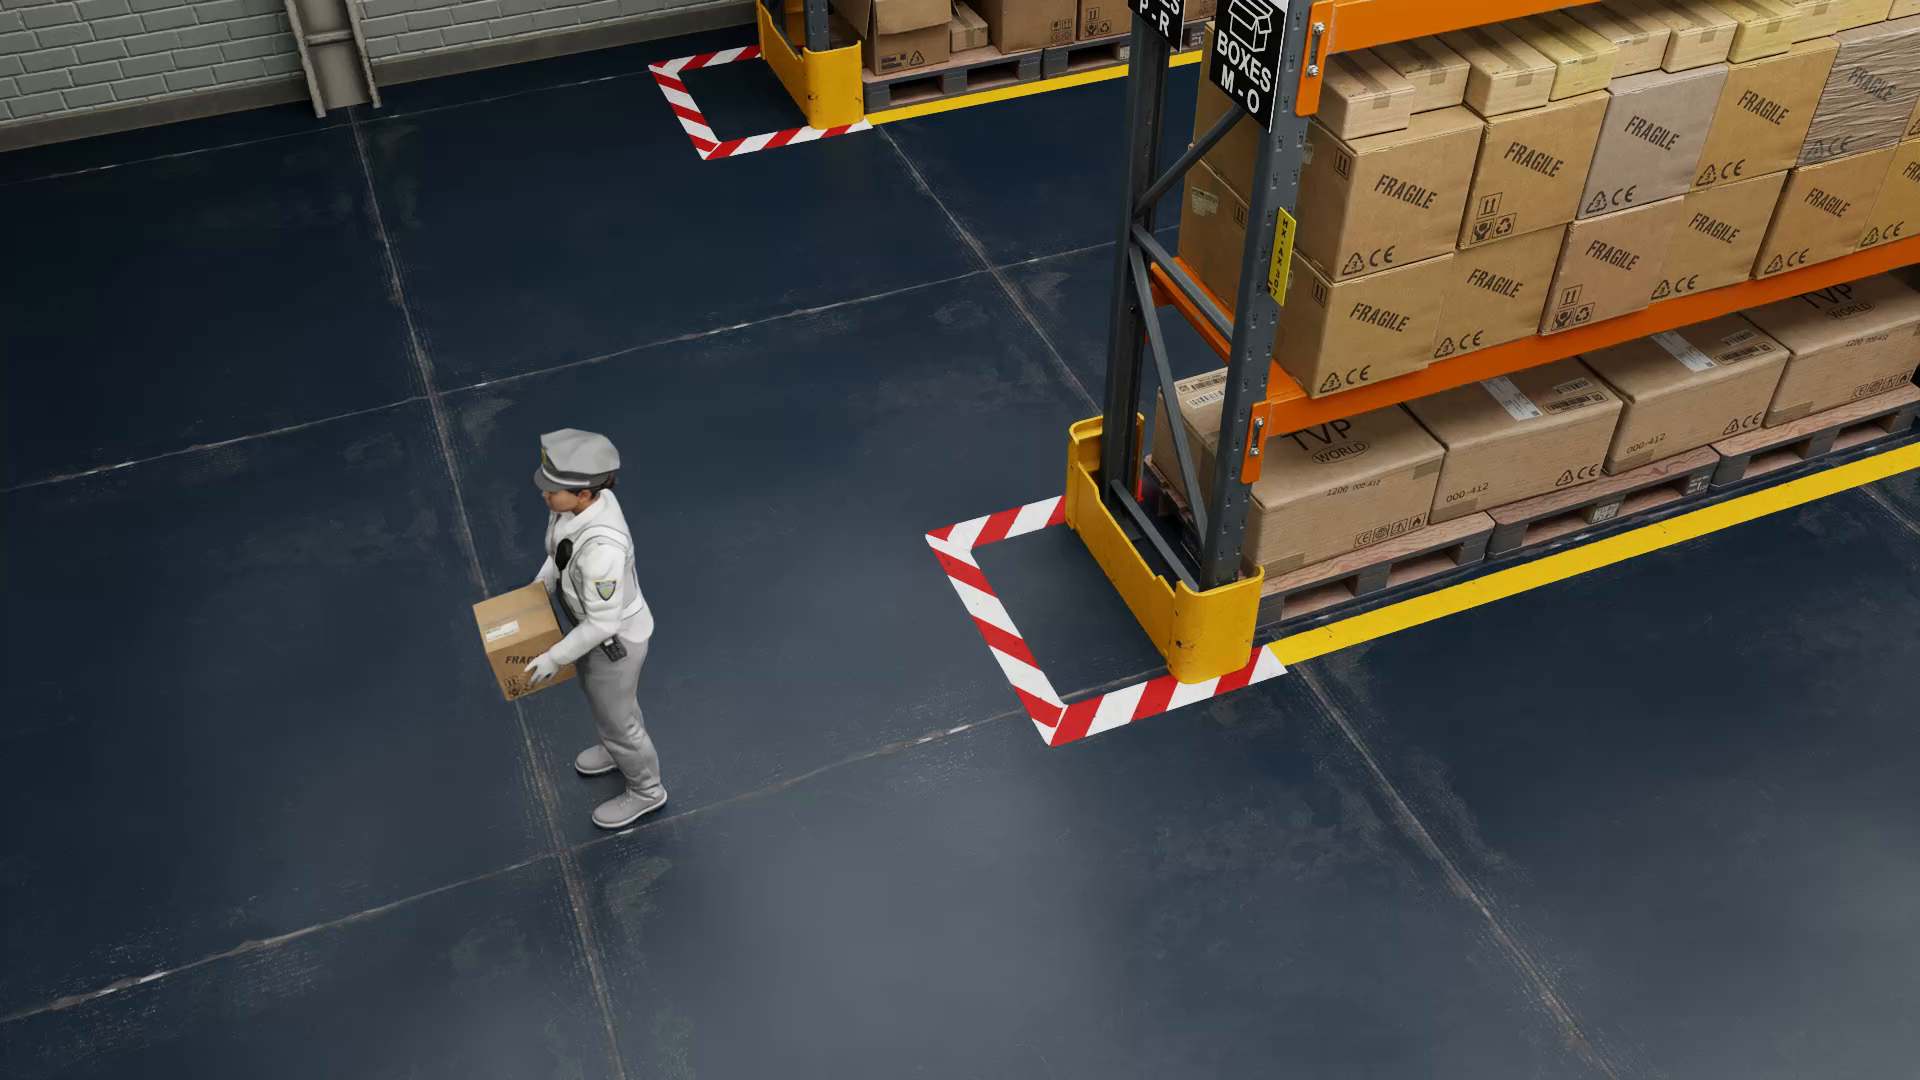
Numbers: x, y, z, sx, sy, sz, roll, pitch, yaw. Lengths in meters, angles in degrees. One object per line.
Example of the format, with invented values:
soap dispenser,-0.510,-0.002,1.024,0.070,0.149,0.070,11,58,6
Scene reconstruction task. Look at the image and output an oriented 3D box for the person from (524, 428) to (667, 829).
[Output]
person,-1.302,0.329,5.772,0.464,1.690,0.494,-16,44,-17
